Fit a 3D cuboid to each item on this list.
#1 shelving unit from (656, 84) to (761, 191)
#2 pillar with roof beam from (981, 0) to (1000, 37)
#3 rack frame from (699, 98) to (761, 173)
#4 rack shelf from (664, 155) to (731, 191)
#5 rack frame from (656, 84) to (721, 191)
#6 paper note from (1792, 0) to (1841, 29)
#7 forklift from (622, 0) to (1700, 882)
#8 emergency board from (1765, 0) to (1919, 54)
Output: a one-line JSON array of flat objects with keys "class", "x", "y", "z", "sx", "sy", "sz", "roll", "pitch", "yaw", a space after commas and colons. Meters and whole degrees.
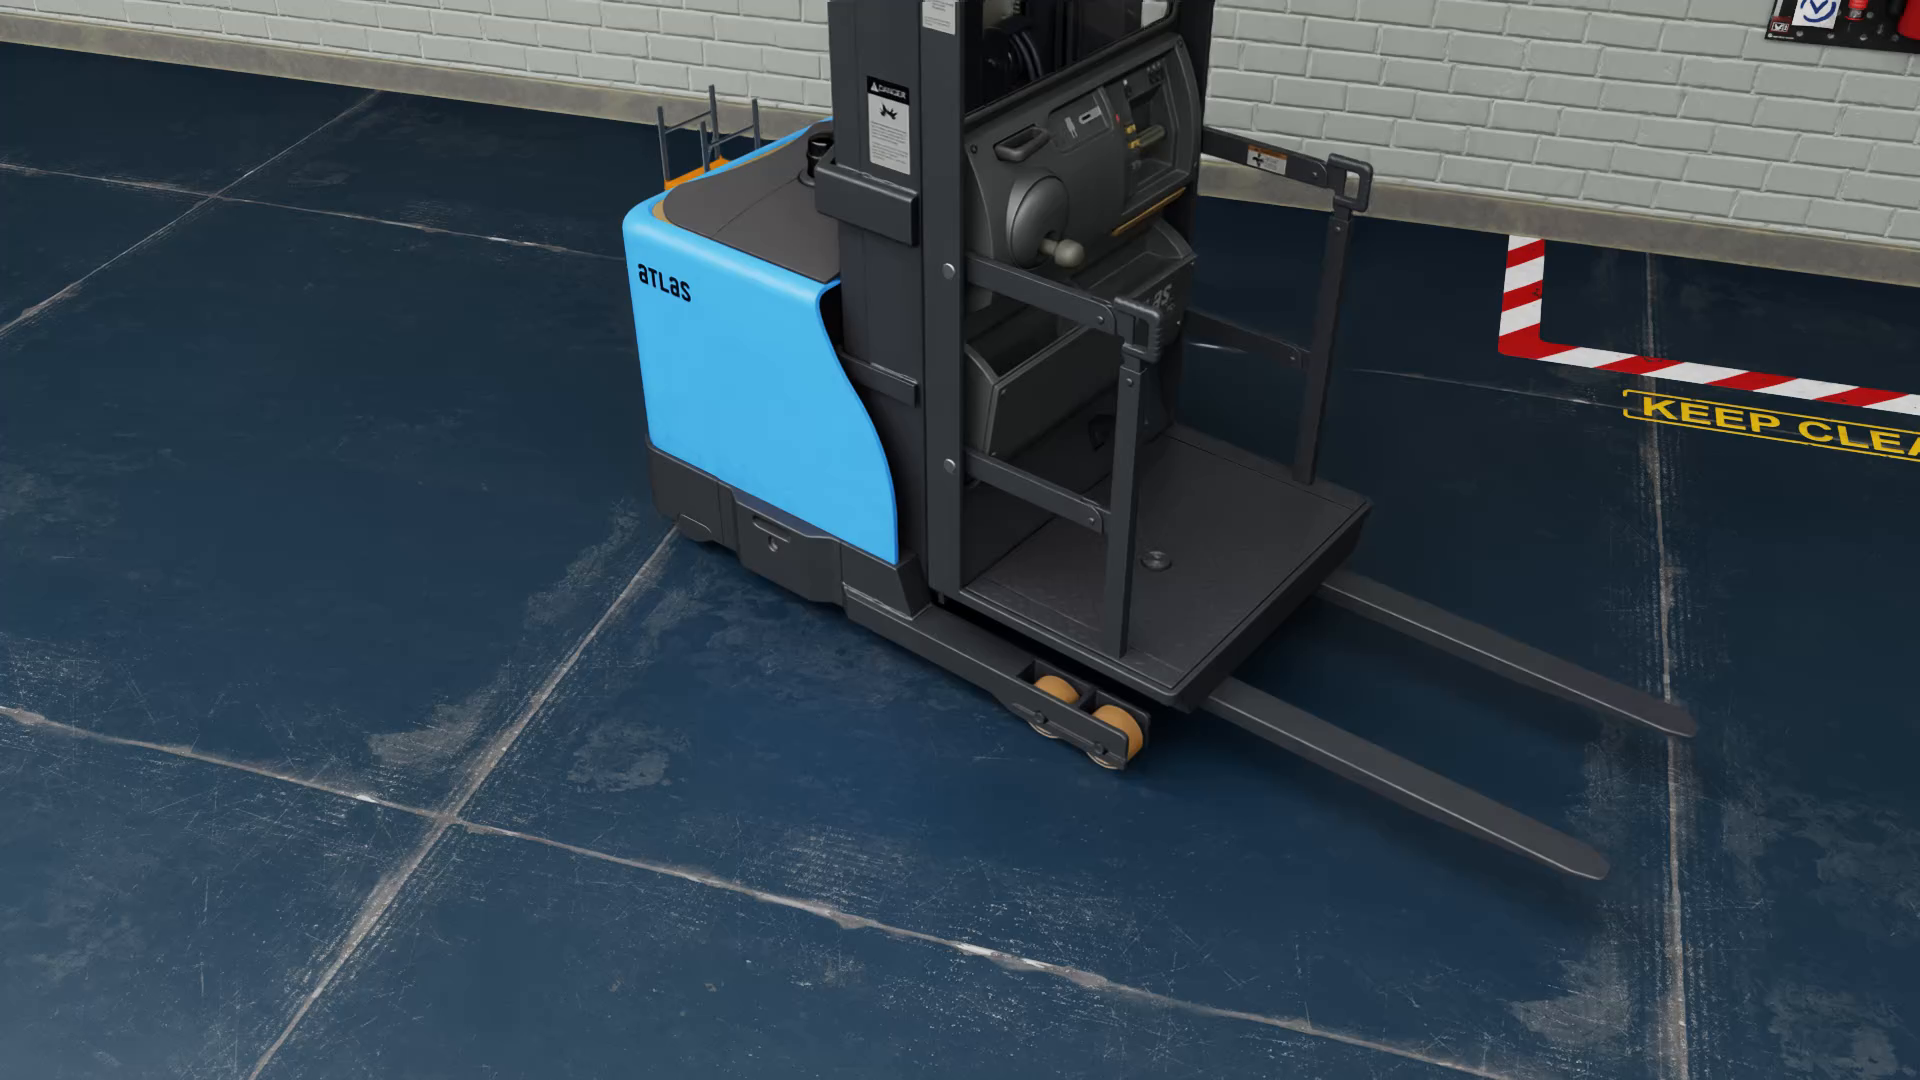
[{"class": "shelving unit", "x": -0.764, "y": -0.836, "z": 5.373, "sx": 0.189, "sy": 1.200, "sz": 0.258, "roll": 25, "pitch": 43, "yaw": 30}, {"class": "pillar with roof beam", "x": -1.346, "y": -2.838, "z": 1.514, "sx": 0.400, "sy": 9.000, "sz": 9.100, "roll": 10, "pitch": 38, "yaw": 14}, {"class": "rack frame", "x": -0.692, "y": -0.802, "z": 5.327, "sx": 0.006, "sy": 1.200, "sz": 0.240, "roll": 25, "pitch": 43, "yaw": 30}, {"class": "rack shelf", "x": -0.764, "y": -1.090, "z": 5.186, "sx": 0.180, "sy": 0.103, "sz": 0.258, "roll": 25, "pitch": 43, "yaw": 30}, {"class": "rack frame", "x": -0.835, "y": -0.869, "z": 5.419, "sx": 0.006, "sy": 1.200, "sz": 0.240, "roll": 25, "pitch": 43, "yaw": 30}, {"class": "paper note", "x": 3.169, "y": -1.971, "z": 6.141, "sx": 0.142, "sy": 0.148, "sz": 0.016, "roll": 10, "pitch": 38, "yaw": 14}, {"class": "forklift", "x": 0.492, "y": -0.930, "z": 4.042, "sx": 3.031, "sy": 2.935, "sz": 1.130, "roll": 25, "pitch": 43, "yaw": 30}, {"class": "emergency board", "x": 3.318, "y": -2.255, "z": 5.784, "sx": 0.643, "sy": 1.169, "sz": 0.194, "roll": 10, "pitch": 38, "yaw": 14}]
